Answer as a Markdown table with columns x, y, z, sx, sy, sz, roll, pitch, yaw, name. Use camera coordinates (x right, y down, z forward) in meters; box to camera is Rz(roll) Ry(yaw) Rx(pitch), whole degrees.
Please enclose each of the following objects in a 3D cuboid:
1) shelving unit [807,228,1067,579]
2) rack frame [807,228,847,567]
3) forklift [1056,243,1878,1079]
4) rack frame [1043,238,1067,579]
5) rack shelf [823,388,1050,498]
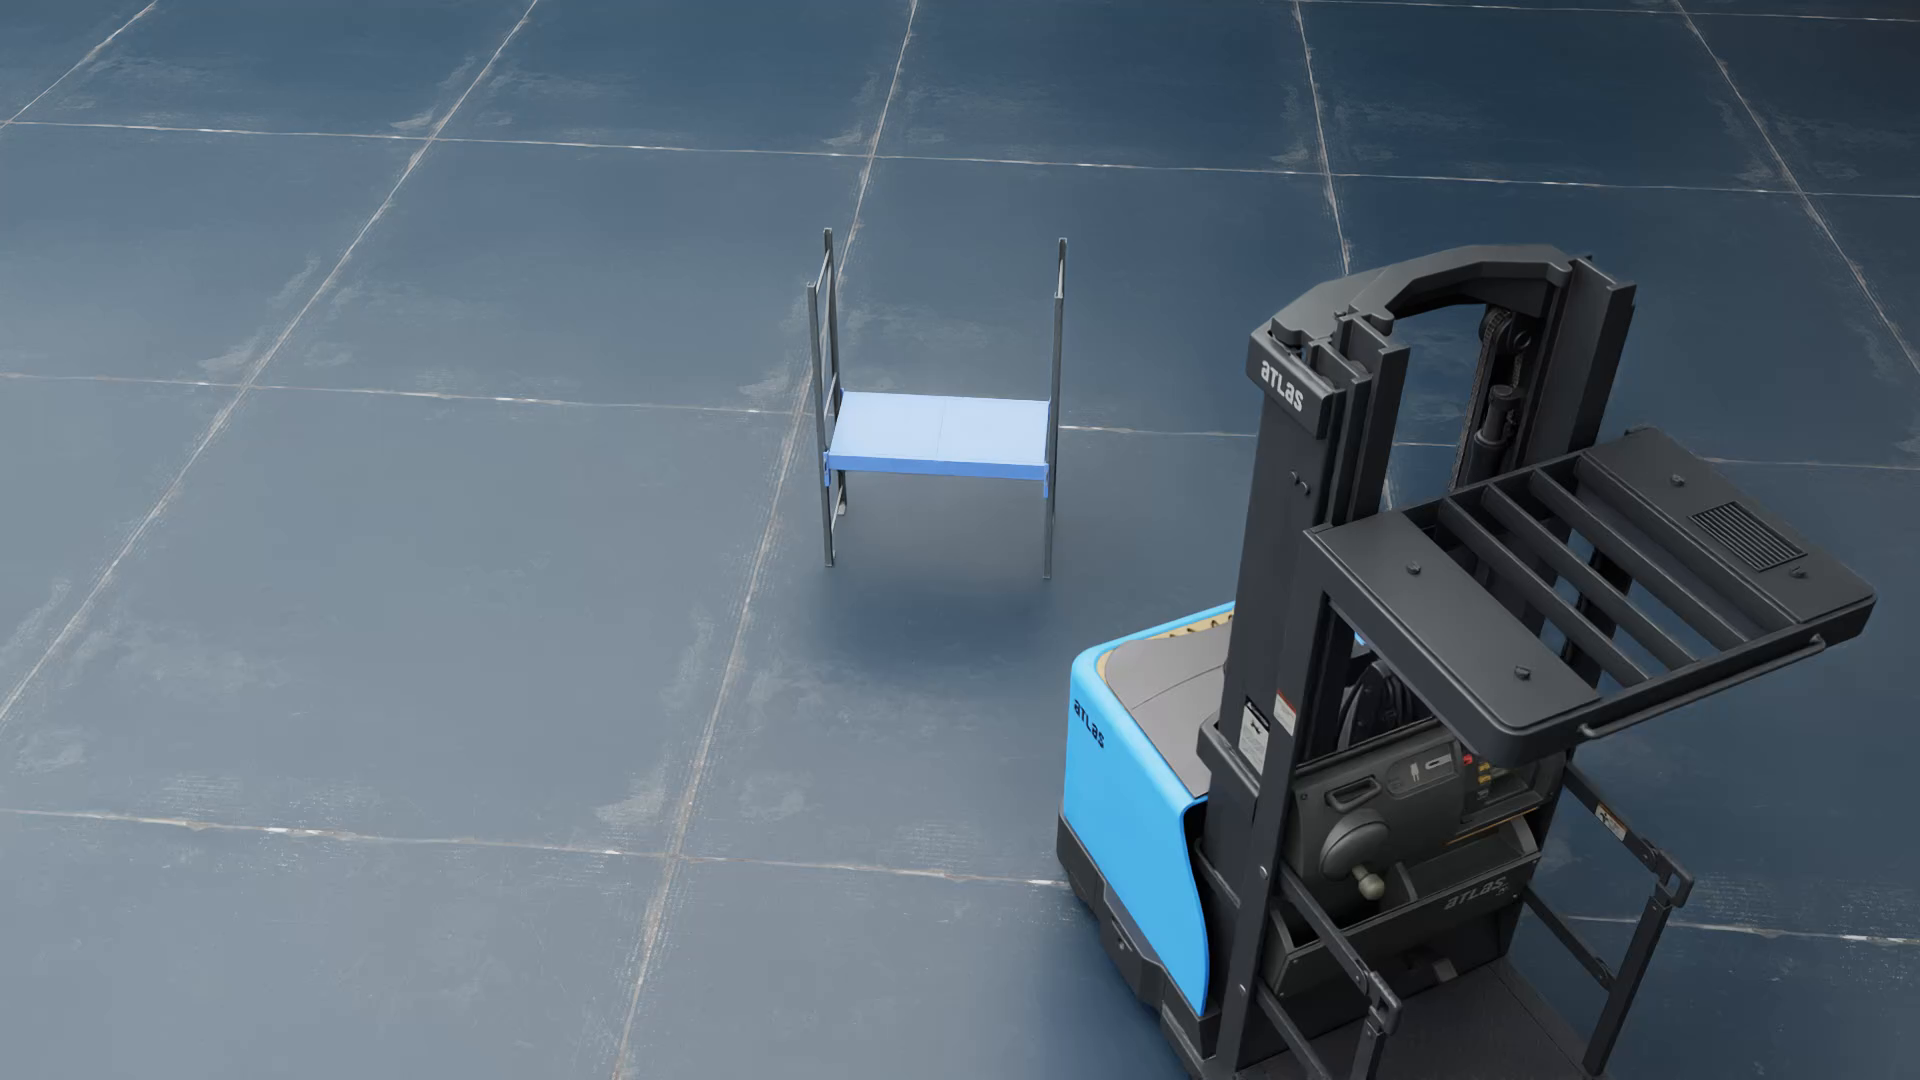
| x | y | z | sx | sy | sz | roll | pitch | yaw | name |
| --- | --- | --- | --- | --- | --- | --- | --- | --- | --- |
| -0.085 | -0.586 | 7.453 | 1.048 | 1.500 | 0.538 | 3 | 39 | 4 | shelving unit |
| -0.591 | -0.614 | 7.487 | 0.032 | 1.500 | 0.500 | 3 | 39 | 4 | rack frame |
| 1.446 | 0.804 | 4.611 | 1.130 | 2.935 | 3.031 | -16 | 42 | -19 | forklift |
| 0.421 | -0.559 | 7.419 | 0.032 | 1.500 | 0.500 | 3 | 39 | 4 | rack frame |
| -0.085 | -0.447 | 7.566 | 1.000 | 0.185 | 0.538 | 3 | 39 | 4 | rack shelf |
